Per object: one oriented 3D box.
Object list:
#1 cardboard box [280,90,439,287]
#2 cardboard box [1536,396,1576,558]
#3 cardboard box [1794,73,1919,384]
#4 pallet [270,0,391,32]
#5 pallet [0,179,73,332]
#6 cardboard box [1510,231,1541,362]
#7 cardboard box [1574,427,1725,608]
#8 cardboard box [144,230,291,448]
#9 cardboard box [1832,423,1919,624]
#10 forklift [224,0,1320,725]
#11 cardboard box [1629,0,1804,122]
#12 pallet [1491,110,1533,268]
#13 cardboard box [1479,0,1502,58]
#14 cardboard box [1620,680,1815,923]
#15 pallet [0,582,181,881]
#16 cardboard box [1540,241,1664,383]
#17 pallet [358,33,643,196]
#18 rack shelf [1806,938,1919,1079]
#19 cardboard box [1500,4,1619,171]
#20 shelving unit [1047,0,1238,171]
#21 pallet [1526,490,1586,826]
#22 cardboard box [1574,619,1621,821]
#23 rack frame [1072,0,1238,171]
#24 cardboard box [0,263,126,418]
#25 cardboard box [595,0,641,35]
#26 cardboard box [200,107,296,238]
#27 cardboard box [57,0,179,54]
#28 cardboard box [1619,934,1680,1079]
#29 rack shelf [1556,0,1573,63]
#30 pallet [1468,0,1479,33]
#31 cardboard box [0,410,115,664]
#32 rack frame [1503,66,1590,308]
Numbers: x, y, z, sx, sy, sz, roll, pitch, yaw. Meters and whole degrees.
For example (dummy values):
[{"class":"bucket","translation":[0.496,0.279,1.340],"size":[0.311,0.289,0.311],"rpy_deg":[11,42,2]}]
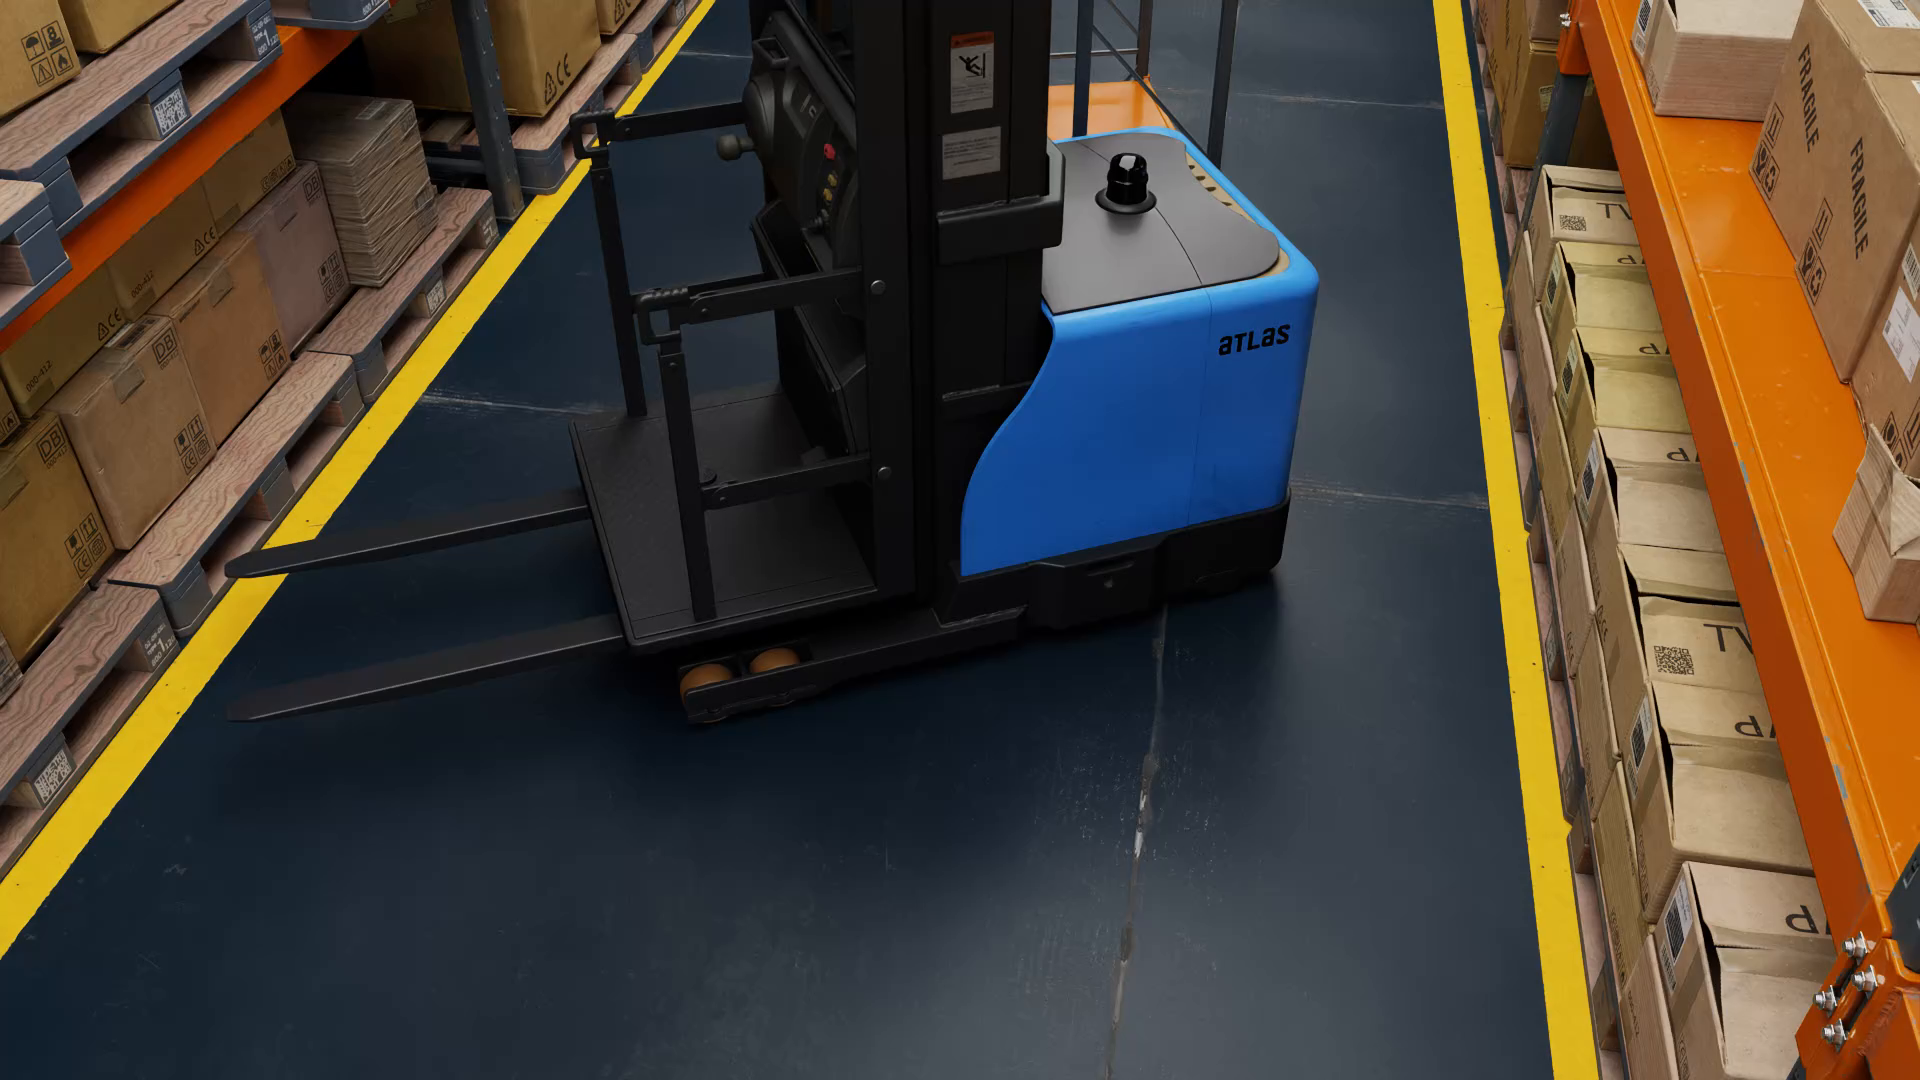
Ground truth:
[{"class":"cardboard box","translation":[-2.384,-1.299,6.083],"size":[0.700,0.500,0.500],"rpy_deg":[7,40,8]},{"class":"cardboard box","translation":[2.019,-0.169,4.929],"size":[0.500,0.250,0.500],"rpy_deg":[5,40,6]},{"class":"cardboard box","translation":[2.204,-0.659,3.615],"size":[0.500,0.500,0.500],"rpy_deg":[6,40,8]},{"class":"pallet","translation":[-2.329,-2.017,5.486],"size":[1.213,0.211,1.003],"rpy_deg":[6,40,8]},{"class":"pallet","translation":[-2.727,-0.429,3.566],"size":[1.003,0.211,1.213],"rpy_deg":[6,40,8]},{"class":"cardboard box","translation":[2.189,-0.812,5.706],"size":[0.500,0.250,0.500],"rpy_deg":[6,40,8]},{"class":"cardboard box","translation":[1.928,-0.055,4.351],"size":[0.500,0.311,0.500],"rpy_deg":[6,40,7]},{"class":"cardboard box","translation":[-2.646,-0.673,5.327],"size":[0.700,0.500,0.500],"rpy_deg":[6,40,7]},{"class":"cardboard box","translation":[1.848,-0.016,3.021],"size":[0.396,0.266,0.258],"rpy_deg":[5,40,7]},{"class":"forklift","translation":[-0.590,-1.001,4.160],"size":[3.031,2.935,1.130],"rpy_deg":[-12,41,-14]},{"class":"cardboard box","translation":[2.223,-1.432,4.698],"size":[0.500,0.311,0.500],"rpy_deg":[6,40,7]},{"class":"pallet","translation":[2.735,-1.396,6.773],"size":[1.003,0.211,1.213],"rpy_deg":[6,40,8]},{"class":"cardboard box","translation":[2.674,-2.480,7.512],"size":[0.500,0.500,0.500],"rpy_deg":[5,40,6]},{"class":"cardboard box","translation":[1.748,0.573,3.591],"size":[0.500,0.311,0.500],"rpy_deg":[7,40,9]},{"class":"pallet","translation":[-2.870,0.546,4.424],"size":[1.003,0.211,1.213],"rpy_deg":[6,40,8]},{"class":"cardboard box","translation":[2.106,-0.697,5.128],"size":[0.500,0.311,0.500],"rpy_deg":[5,40,7]},{"class":"pallet","translation":[-2.100,-1.962,7.457],"size":[1.003,0.211,1.213],"rpy_deg":[6,40,8]},{"class":"rack shelf","translation":[1.531,2.037,0.997],"size":[1.077,0.370,4.000],"rpy_deg":[6,40,8]},{"class":"cardboard box","translation":[2.500,-1.825,6.720],"size":[0.500,0.500,0.500],"rpy_deg":[8,40,9]},{"class":"shelving unit","translation":[0.539,-1.519,5.910],"size":[0.587,1.500,1.083],"rpy_deg":[-5,40,-6]},{"class":"pallet","translation":[2.175,0.344,4.668],"size":[1.003,0.211,1.213],"rpy_deg":[6,40,8]},{"class":"cardboard box","translation":[1.840,0.472,4.154],"size":[0.500,0.250,0.500],"rpy_deg":[7,40,9]},{"class":"rack frame","translation":[0.613,-1.193,5.515],"size":[0.500,1.500,0.032],"rpy_deg":[-5,40,-6]},{"class":"cardboard box","translation":[-2.733,-0.602,4.652],"size":[0.500,0.250,0.500],"rpy_deg":[5,40,6]},{"class":"cardboard box","translation":[-1.896,-2.879,7.736],"size":[0.750,0.750,0.750],"rpy_deg":[6,40,7]},{"class":"cardboard box","translation":[-2.544,-1.237,5.420],"size":[0.500,0.250,0.500],"rpy_deg":[7,40,9]},{"class":"cardboard box","translation":[-2.576,-1.678,4.501],"size":[0.700,0.500,0.500],"rpy_deg":[6,40,8]},{"class":"cardboard box","translation":[1.663,1.110,3.382],"size":[0.500,0.250,0.500],"rpy_deg":[6,40,7]},{"class":"rack shelf","translation":[2.915,-2.984,7.070],"size":[1.077,0.370,4.000],"rpy_deg":[6,40,8]},{"class":"pallet","translation":[3.158,-2.927,8.625],"size":[1.003,0.211,1.213],"rpy_deg":[6,40,8]},{"class":"cardboard box","translation":[-2.852,-0.039,4.560],"size":[0.700,0.500,0.500],"rpy_deg":[6,40,7]},{"class":"rack frame","translation":[2.569,-2.006,5.322],"size":[1.000,3.000,0.127],"rpy_deg":[6,40,8]}]
